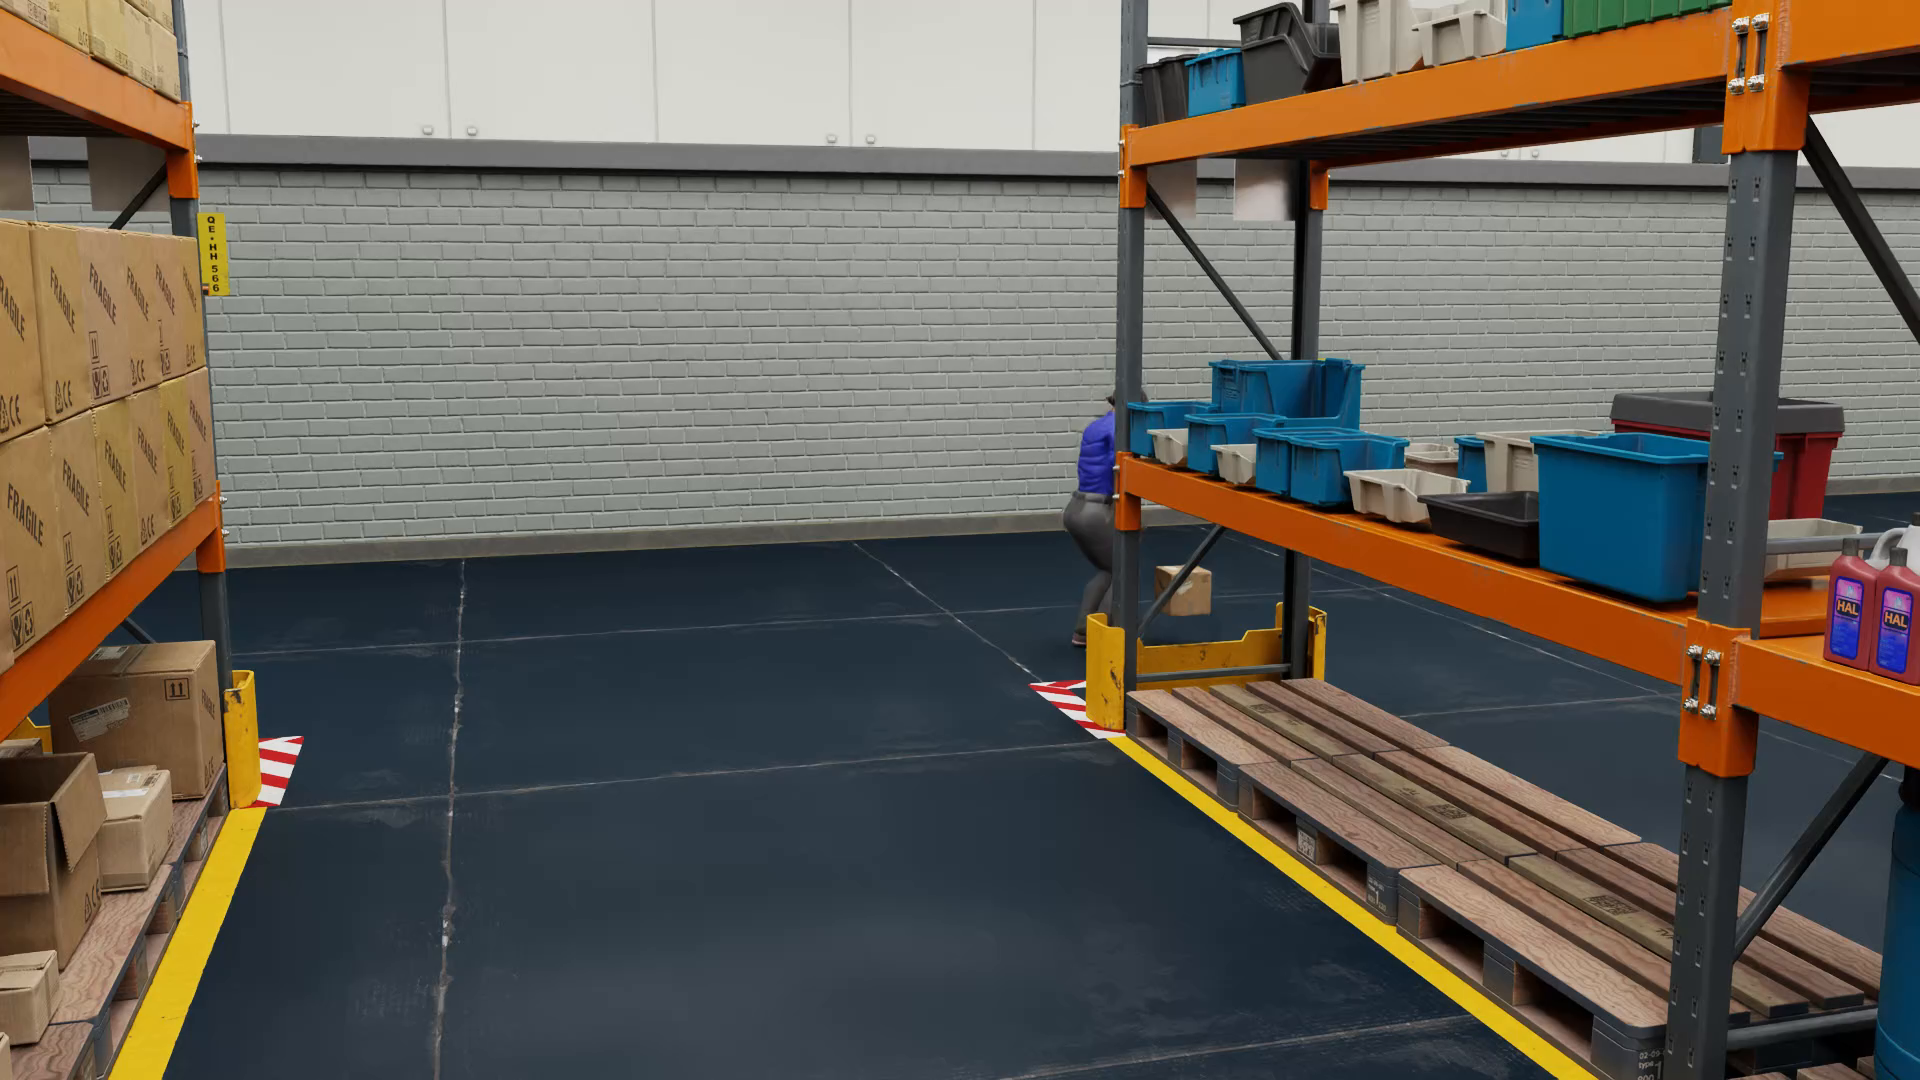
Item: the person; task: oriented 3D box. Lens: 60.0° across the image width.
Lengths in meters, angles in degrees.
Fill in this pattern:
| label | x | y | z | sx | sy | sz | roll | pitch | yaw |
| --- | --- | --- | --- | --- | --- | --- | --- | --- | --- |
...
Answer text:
| label | x | y | z | sx | sy | sz | roll | pitch | yaw |
| --- | --- | --- | --- | --- | --- | --- | --- | --- | --- |
| person | 0.835 | -0.115 | 9.536 | 0.492 | 1.526 | 0.480 | -3 | 10 | -15 |
